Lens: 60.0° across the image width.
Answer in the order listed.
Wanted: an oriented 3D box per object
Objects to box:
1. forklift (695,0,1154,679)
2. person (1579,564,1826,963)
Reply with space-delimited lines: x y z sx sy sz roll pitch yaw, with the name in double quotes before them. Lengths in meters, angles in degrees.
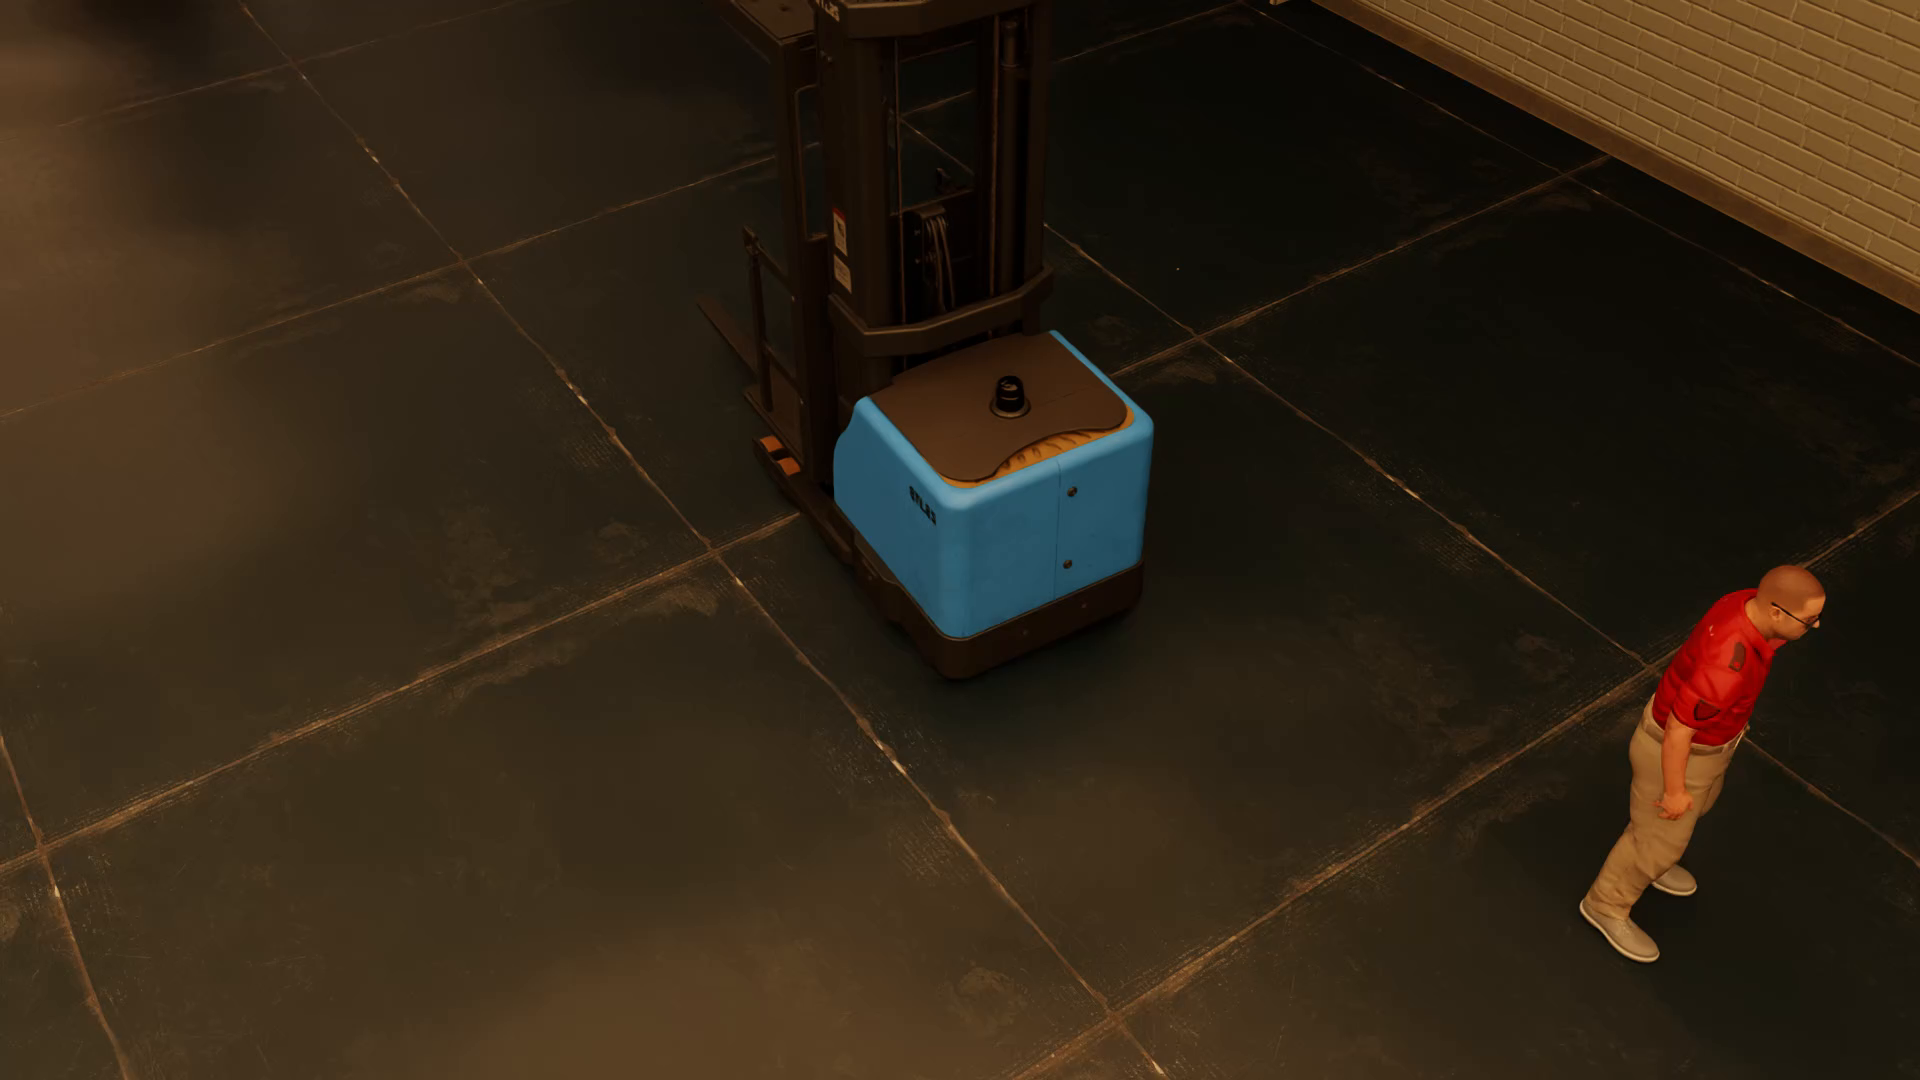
"forklift" -0.368 -1.464 7.304 1.130 2.935 3.031 -22 47 -22
"person" 2.578 0.725 5.817 0.396 1.725 0.585 27 49 27
